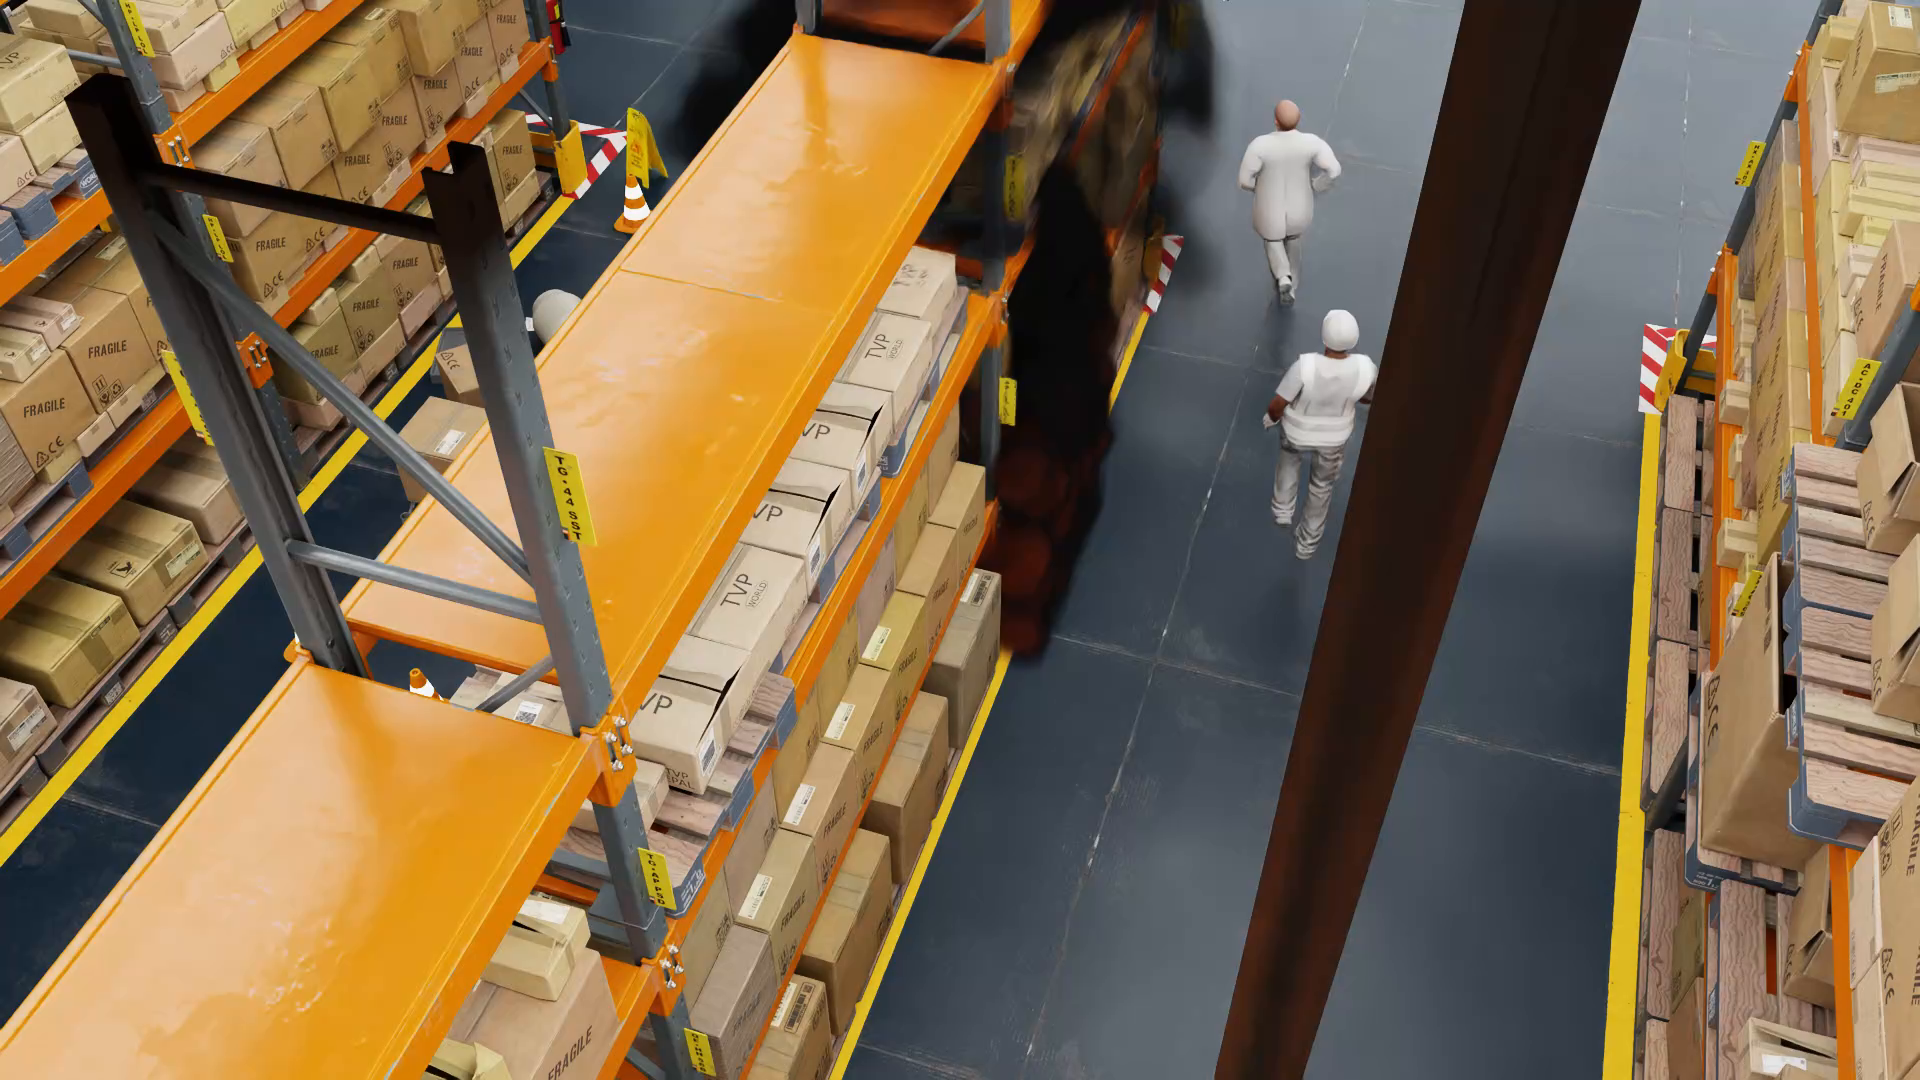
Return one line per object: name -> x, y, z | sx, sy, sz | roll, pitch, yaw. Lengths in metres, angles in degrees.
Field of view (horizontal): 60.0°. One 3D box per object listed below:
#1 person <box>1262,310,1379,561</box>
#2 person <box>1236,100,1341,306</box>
person -> 2.172, -0.689, 10.186 | 0.657, 1.833, 0.680 | 6, 46, 5
person -> 2.390, -2.484, 12.369 | 0.756, 1.725, 0.722 | 0, 46, 0
